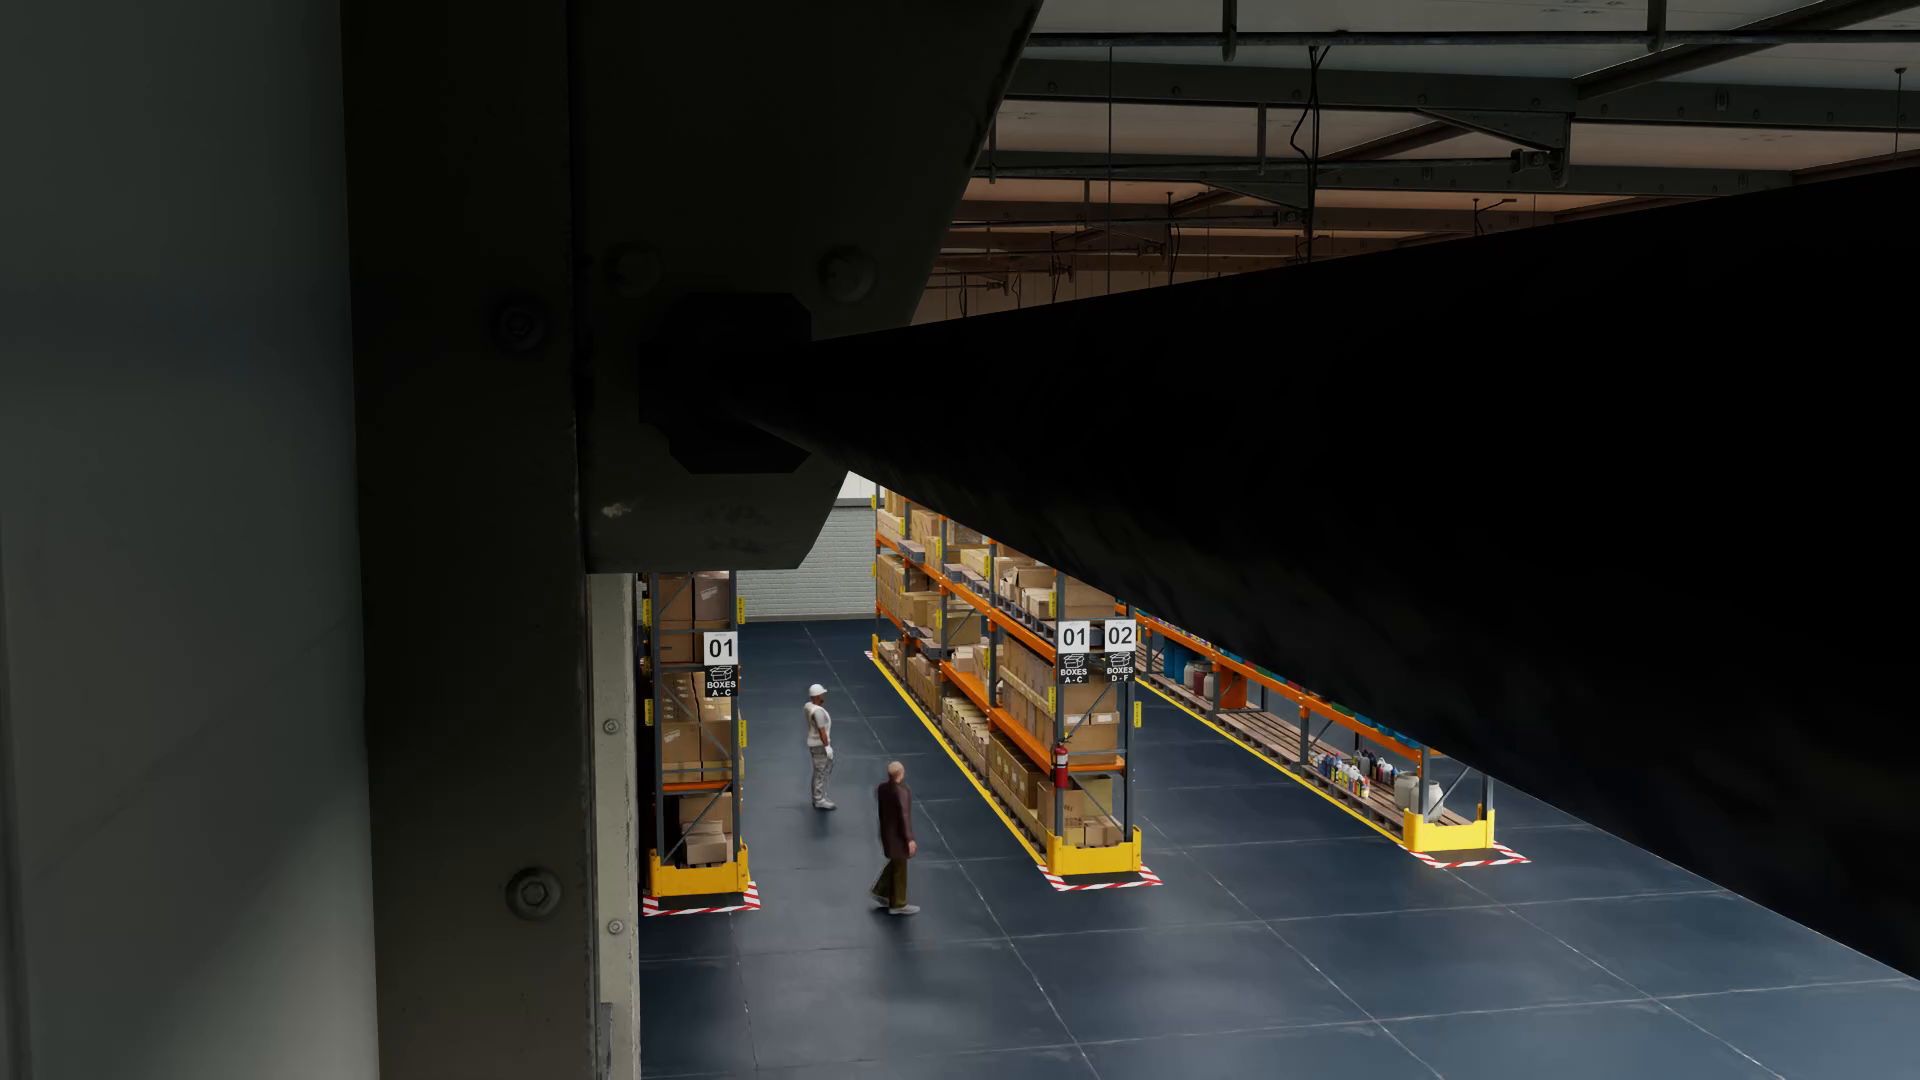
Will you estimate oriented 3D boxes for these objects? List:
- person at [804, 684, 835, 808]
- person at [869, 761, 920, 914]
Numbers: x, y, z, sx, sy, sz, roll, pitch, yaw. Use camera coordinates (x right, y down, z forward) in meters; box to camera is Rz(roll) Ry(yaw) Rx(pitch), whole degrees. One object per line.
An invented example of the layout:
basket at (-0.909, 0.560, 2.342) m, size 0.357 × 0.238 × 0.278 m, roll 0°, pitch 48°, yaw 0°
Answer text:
person at (-2.034, 2.989, 24.080) m, size 0.439 × 1.830 × 0.584 m, roll 0°, pitch 6°, yaw -4°
person at (-0.747, 3.474, 19.381) m, size 0.488 × 1.806 × 0.668 m, roll -3°, pitch 7°, yaw -26°
